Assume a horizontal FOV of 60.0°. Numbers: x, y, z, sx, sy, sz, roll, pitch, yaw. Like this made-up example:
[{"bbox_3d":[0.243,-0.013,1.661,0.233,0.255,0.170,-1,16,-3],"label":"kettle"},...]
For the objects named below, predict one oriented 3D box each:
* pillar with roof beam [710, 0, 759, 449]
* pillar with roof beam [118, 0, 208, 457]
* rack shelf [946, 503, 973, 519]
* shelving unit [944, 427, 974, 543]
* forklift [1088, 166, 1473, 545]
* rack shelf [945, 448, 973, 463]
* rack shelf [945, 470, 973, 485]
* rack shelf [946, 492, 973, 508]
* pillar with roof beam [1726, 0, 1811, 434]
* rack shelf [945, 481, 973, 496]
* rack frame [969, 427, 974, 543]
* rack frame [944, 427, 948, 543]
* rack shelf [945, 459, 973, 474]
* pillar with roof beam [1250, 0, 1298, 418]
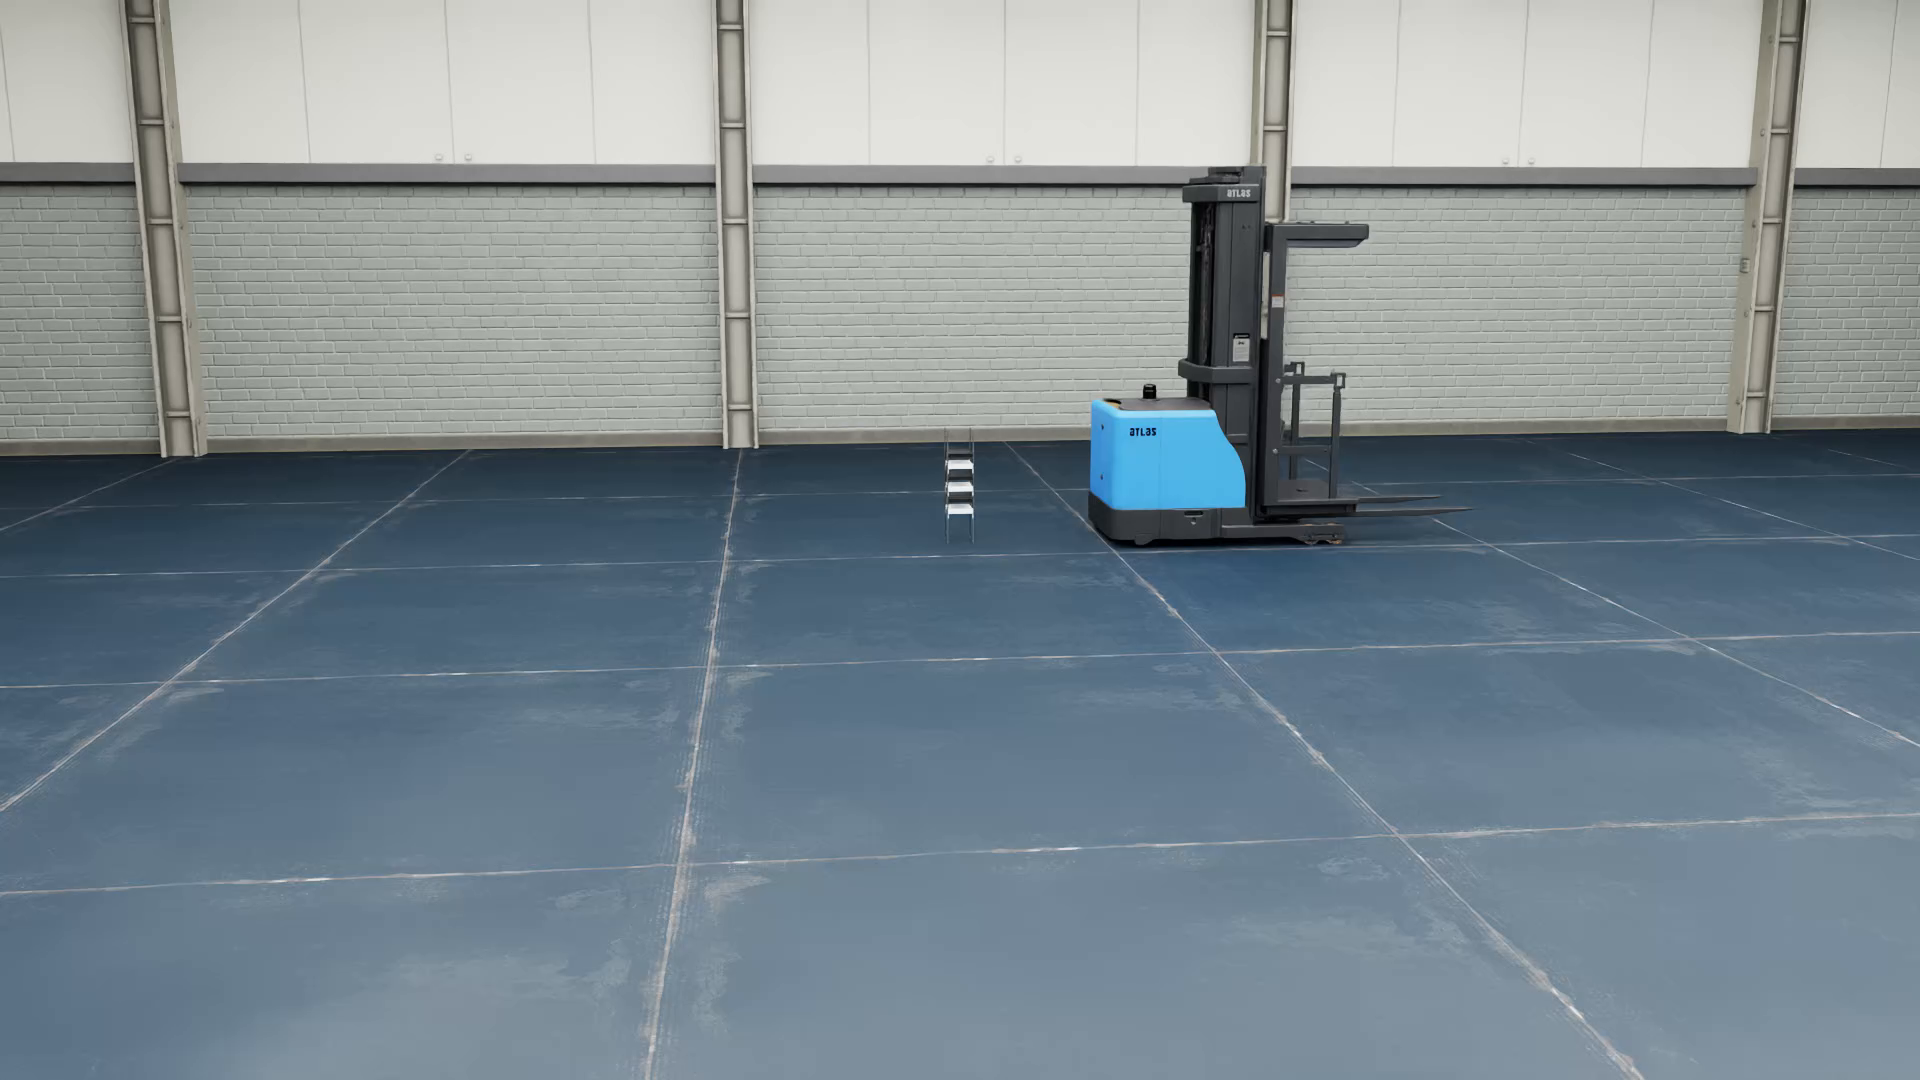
[{"bbox_3d":[-1.998,-4.642,13.650,0.400,9.000,9.100,-1,11,-6],"label":"pillar with roof beam"},{"bbox_3d":[-7.963,-4.517,13.014,0.400,9.000,9.100,-1,11,-6],"label":"pillar with roof beam"},{"bbox_3d":[-0.008,-0.232,13.322,0.200,0.077,0.258,-1,11,-6],"label":"rack shelf"},{"bbox_3d":[-0.008,-0.441,13.280,0.210,0.900,0.258,-1,11,-6],"label":"shelving unit"},{"bbox_3d":[2.627,-1.501,13.404,3.031,2.935,1.130,-1,11,-7],"label":"forklift"},{"bbox_3d":[-0.008,-0.674,13.235,0.200,0.077,0.258,-1,11,-6],"label":"rack shelf"},{"bbox_3d":[-0.008,-0.497,13.269,0.200,0.077,0.258,-1,11,-6],"label":"rack shelf"},{"bbox_3d":[-0.008,-0.320,13.304,0.200,0.077,0.258,-1,11,-6],"label":"rack shelf"},{"bbox_3d":[9.932,-4.892,14.921,0.400,9.000,9.100,-1,11,-6],"label":"pillar with roof beam"},{"bbox_3d":[-0.008,-0.409,13.287,0.200,0.077,0.258,-1,11,-6],"label":"rack shelf"},{"bbox_3d":[0.093,-0.443,13.291,0.006,0.900,0.240,-1,11,-6],"label":"rack frame"},{"bbox_3d":[-0.109,-0.439,13.270,0.006,0.900,0.240,-1,11,-6],"label":"rack frame"},{"bbox_3d":[-0.008,-0.585,13.252,0.200,0.077,0.258,-1,11,-6],"label":"rack shelf"},{"bbox_3d":[3.967,-4.767,14.286,0.400,9.000,9.100,-1,11,-6],"label":"pillar with roof beam"}]
